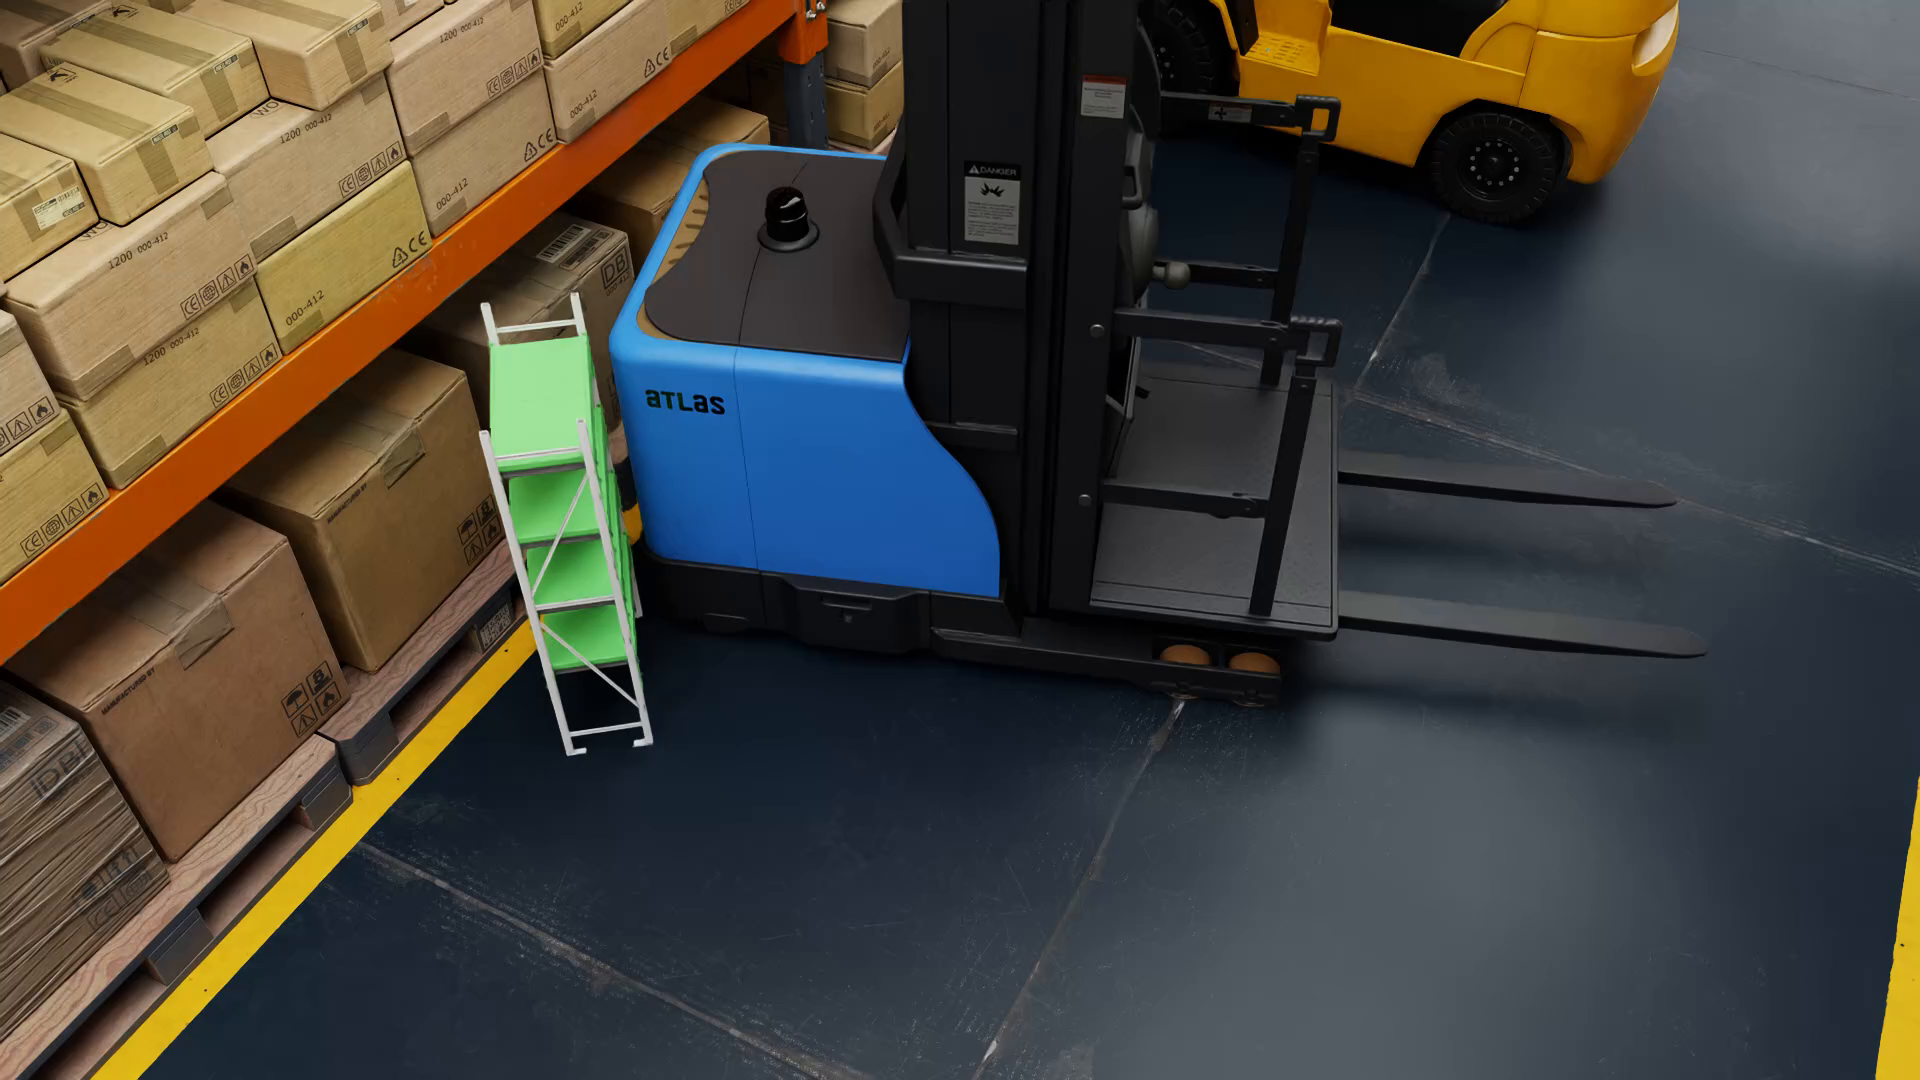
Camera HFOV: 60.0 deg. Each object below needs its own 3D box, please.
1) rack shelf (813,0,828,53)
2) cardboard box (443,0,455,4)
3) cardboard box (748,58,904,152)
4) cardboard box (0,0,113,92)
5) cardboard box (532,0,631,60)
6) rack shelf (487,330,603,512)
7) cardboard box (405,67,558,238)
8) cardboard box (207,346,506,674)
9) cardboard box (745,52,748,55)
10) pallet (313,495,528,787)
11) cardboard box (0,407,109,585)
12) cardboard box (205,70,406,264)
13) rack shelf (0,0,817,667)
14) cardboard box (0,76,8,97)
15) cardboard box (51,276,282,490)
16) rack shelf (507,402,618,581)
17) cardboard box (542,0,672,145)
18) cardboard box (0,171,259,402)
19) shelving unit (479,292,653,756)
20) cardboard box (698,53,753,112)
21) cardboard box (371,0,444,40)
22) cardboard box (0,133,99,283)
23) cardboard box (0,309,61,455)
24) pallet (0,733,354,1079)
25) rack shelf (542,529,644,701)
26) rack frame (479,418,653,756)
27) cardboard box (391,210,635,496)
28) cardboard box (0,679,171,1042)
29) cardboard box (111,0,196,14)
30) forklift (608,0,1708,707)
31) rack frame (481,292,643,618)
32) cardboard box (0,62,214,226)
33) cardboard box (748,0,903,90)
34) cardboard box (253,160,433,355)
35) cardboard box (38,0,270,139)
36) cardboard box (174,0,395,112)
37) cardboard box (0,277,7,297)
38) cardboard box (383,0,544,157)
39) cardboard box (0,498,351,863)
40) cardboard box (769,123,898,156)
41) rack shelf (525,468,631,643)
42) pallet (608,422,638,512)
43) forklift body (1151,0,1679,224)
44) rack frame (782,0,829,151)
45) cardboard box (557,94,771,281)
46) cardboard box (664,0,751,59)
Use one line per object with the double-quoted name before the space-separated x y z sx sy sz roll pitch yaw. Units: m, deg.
"rack shelf" 0.001 -3.164 6.773 1.077 0.370 4.000 20 49 19
"cardboard box" -1.335 -1.472 4.069 0.380 0.149 0.250 19 48 18
"cardboard box" -0.429 -1.716 6.124 0.500 0.250 0.500 20 49 19
"cardboard box" -2.117 -1.145 3.746 0.380 0.149 0.250 22 49 20
"cardboard box" -1.161 -1.559 4.436 0.500 0.250 0.500 19 48 18
"rack shelf" -1.029 -0.301 4.119 0.258 0.148 0.480 -8 46 -8
"cardboard box" -1.415 -1.079 4.313 0.500 0.250 0.500 21 49 19
"cardboard box" -1.874 -0.176 4.690 0.875 0.625 0.625 19 48 17
"cardboard box" -0.870 -2.063 6.115 0.500 0.250 0.500 21 49 20
"pallet" -1.800 0.072 5.030 1.003 0.211 1.213 20 49 19
"cardboard box" -2.124 -0.098 3.343 0.500 0.250 0.500 19 48 18
"cardboard box" -1.654 -0.927 3.812 0.500 0.250 0.500 21 49 20
"rack shelf" -1.856 -0.644 4.283 1.077 0.370 4.000 20 49 19
"cardboard box" -2.331 -1.018 3.620 0.380 0.149 0.250 20 49 18
"cardboard box" -1.891 -0.425 3.666 0.500 0.250 0.500 19 48 18
"rack shelf" -1.029 -0.132 4.290 0.258 0.148 0.480 -8 46 -8
"cardboard box" -1.158 -1.381 4.612 0.500 0.250 0.500 20 49 19
"cardboard box" -1.869 -0.597 3.485 0.500 0.250 0.500 19 48 18
"shelving unit" -1.029 -0.009 4.415 0.258 1.200 0.503 -8 46 -8
"cardboard box" -0.883 -1.888 6.293 0.500 0.250 0.500 19 48 18
"cardboard box" -1.456 -1.316 3.916 0.380 0.149 0.250 21 49 19
"cardboard box" -1.955 -0.679 3.286 0.380 0.149 0.250 21 49 19
"cardboard box" -2.128 -0.274 3.165 0.500 0.250 0.500 22 49 20
"pallet" -2.367 0.838 4.273 1.003 0.211 1.213 20 49 19
"rack shelf" -1.029 0.205 4.631 0.258 0.148 0.480 -8 46 -8
"rack frame" -0.983 0.162 4.247 0.240 1.200 0.015 -8 46 -8
"cardboard box" -1.526 -0.651 5.158 0.875 0.625 0.625 20 49 19
"cardboard box" -2.482 0.662 3.861 0.875 0.625 0.625 22 49 20
"cardboard box" -2.029 -1.324 3.923 0.380 0.149 0.250 21 49 19
"forklift" 0.636 -0.959 4.137 3.031 2.935 1.130 6 46 6
"rack frame" -1.076 -0.179 4.583 0.240 1.200 0.015 -8 46 -8
"cardboard box" -1.785 -0.820 3.425 0.380 0.149 0.250 21 49 20
"cardboard box" -0.425 -1.890 5.944 0.500 0.250 0.500 20 49 18
"cardboard box" -1.648 -0.751 3.989 0.500 0.250 0.500 22 49 20
"cardboard box" -1.750 -1.016 3.618 0.380 0.149 0.250 20 49 19
"cardboard box" -1.510 -1.124 3.725 0.380 0.149 0.250 19 48 18
"cardboard box" -2.046 -0.511 3.120 0.380 0.149 0.250 21 49 19
"cardboard box" -1.403 -1.239 4.120 0.500 0.250 0.500 21 49 20
"cardboard box" -2.186 0.248 4.270 0.875 0.625 0.625 22 49 20
"cardboard box" -0.409 -1.533 6.294 0.500 0.250 0.500 21 49 19
"rack shelf" -1.029 0.036 4.460 0.258 0.148 0.480 -8 46 -8
"pallet" -1.235 -0.699 5.793 1.003 0.211 1.213 20 49 19
"forklift body" 1.665 -2.581 6.289 2.313 2.155 1.214 20 49 19
"rack frame" -0.927 -2.156 5.272 1.000 3.000 0.127 20 49 19
"cardboard box" -1.159 -1.137 5.639 0.875 0.625 0.625 23 50 21
"cardboard box" -0.929 -1.700 4.927 0.500 0.250 0.500 22 49 20
